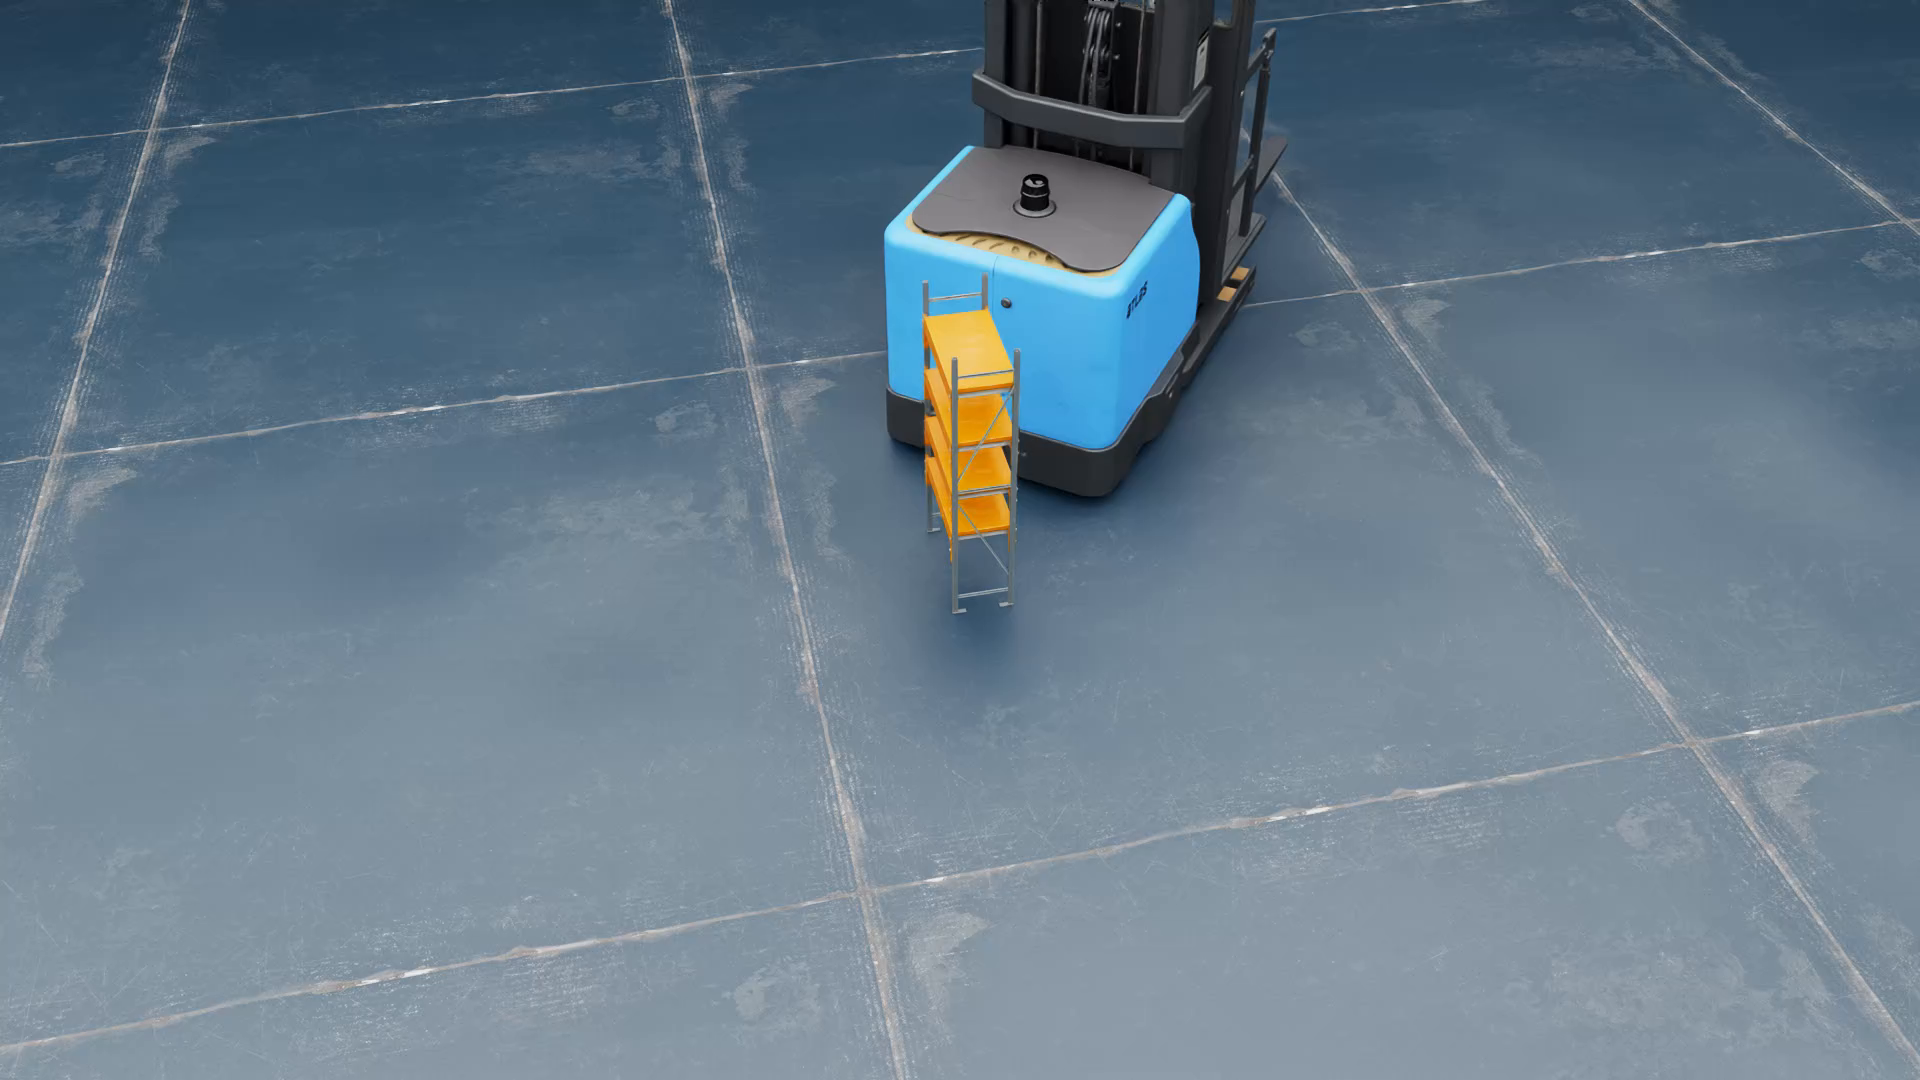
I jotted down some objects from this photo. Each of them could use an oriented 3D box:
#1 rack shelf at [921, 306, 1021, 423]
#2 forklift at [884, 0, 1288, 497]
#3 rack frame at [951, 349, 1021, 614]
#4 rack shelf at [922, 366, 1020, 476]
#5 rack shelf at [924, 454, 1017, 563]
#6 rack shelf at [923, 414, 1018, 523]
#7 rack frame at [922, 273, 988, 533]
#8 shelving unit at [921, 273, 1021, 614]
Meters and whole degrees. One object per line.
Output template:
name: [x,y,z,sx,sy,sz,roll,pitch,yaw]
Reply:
rack shelf: [0.036,-0.635,5.970,0.258,0.148,0.480,-8,42,-9]
forklift: [0.778,-2.251,7.078,1.130,2.935,3.031,18,45,19]
rack frame: [0.088,-0.183,6.053,0.240,1.200,0.015,-8,42,-9]
rack shelf: [0.036,-0.458,6.127,0.258,0.148,0.480,-8,42,-9]
rack shelf: [0.036,-0.143,6.407,0.258,0.148,0.480,-8,42,-9]
rack shelf: [0.036,-0.291,6.275,0.258,0.148,0.480,-8,42,-9]
rack frame: [-0.017,-0.500,6.409,0.240,1.200,0.015,-8,42,-9]
shelving unit: [0.036,-0.341,6.231,0.258,1.200,0.503,-8,42,-9]
